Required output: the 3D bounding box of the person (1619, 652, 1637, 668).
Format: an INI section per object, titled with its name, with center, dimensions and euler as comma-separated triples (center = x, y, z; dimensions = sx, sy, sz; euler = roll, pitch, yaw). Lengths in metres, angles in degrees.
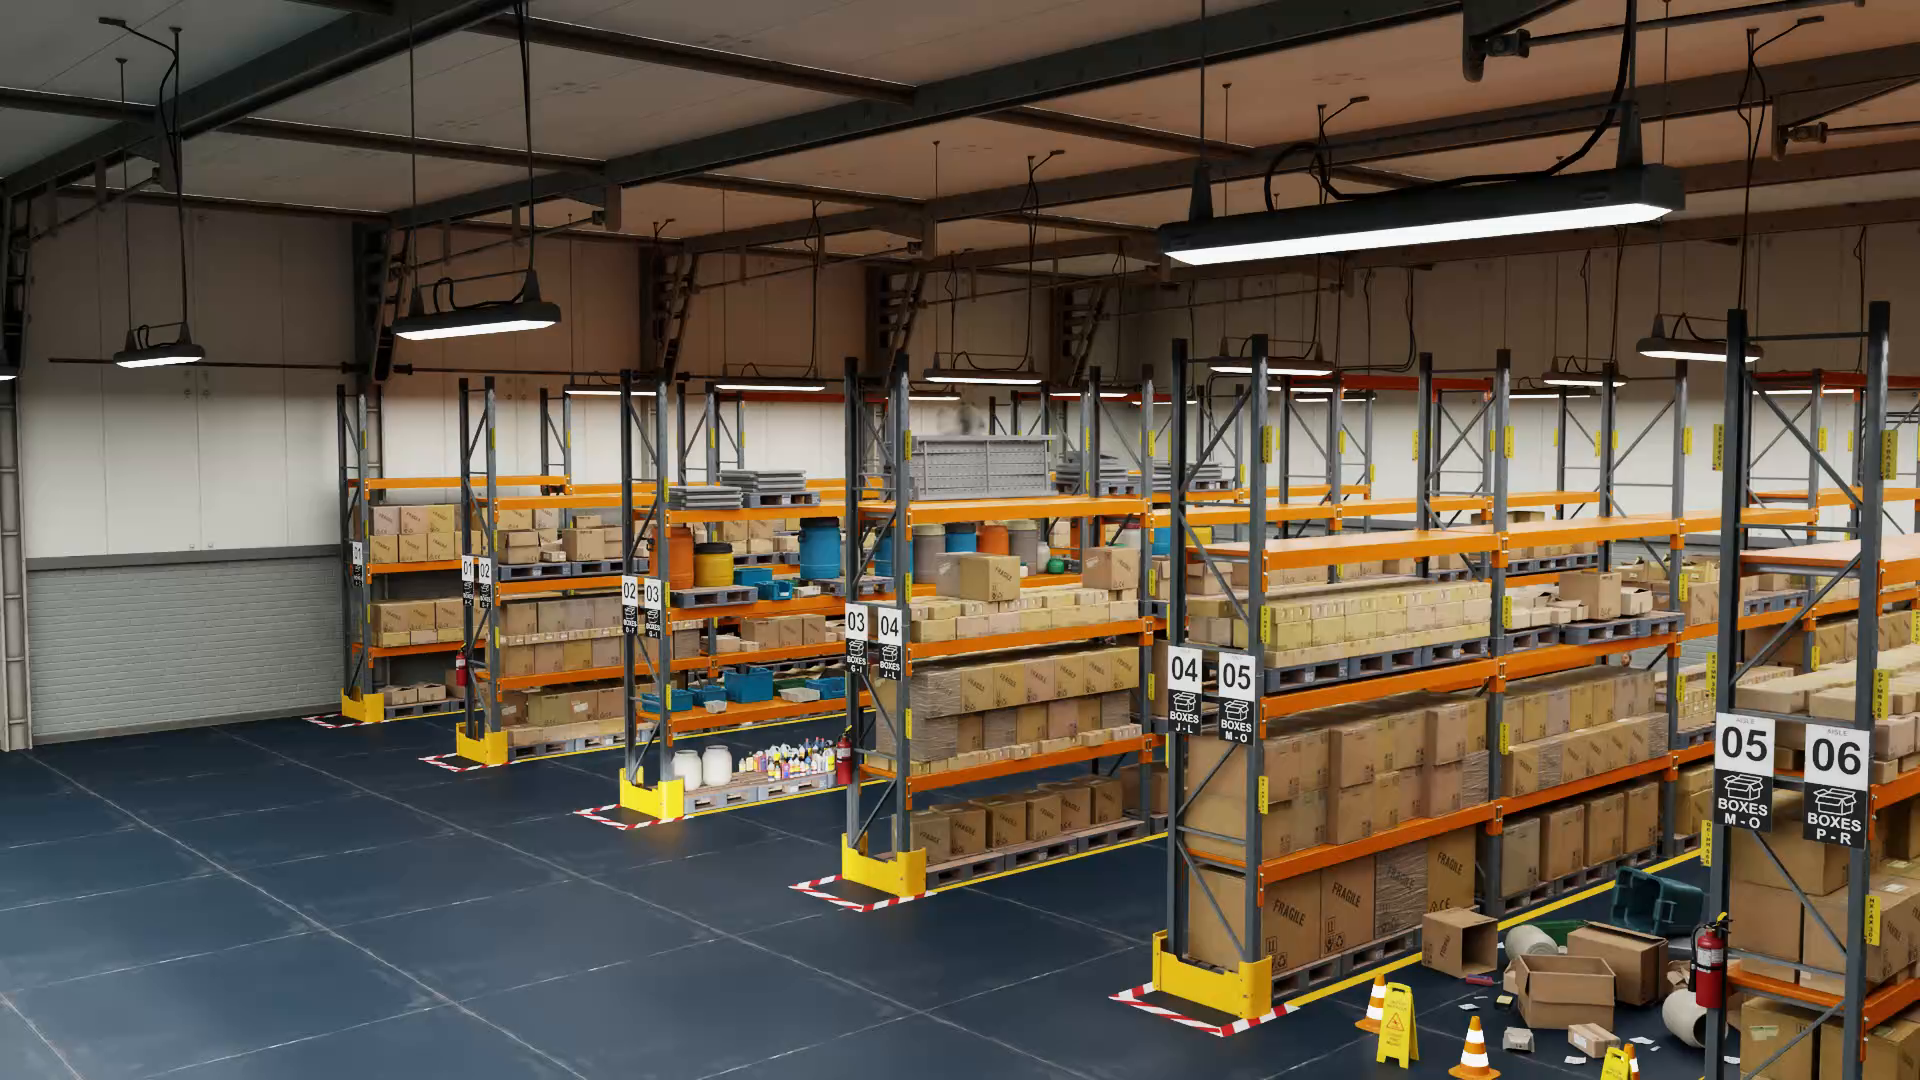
[person]
center = 10.793, 2.622, 26.917
dimensions = 0.619, 1.619, 0.717
euler = 3, 5, 39
